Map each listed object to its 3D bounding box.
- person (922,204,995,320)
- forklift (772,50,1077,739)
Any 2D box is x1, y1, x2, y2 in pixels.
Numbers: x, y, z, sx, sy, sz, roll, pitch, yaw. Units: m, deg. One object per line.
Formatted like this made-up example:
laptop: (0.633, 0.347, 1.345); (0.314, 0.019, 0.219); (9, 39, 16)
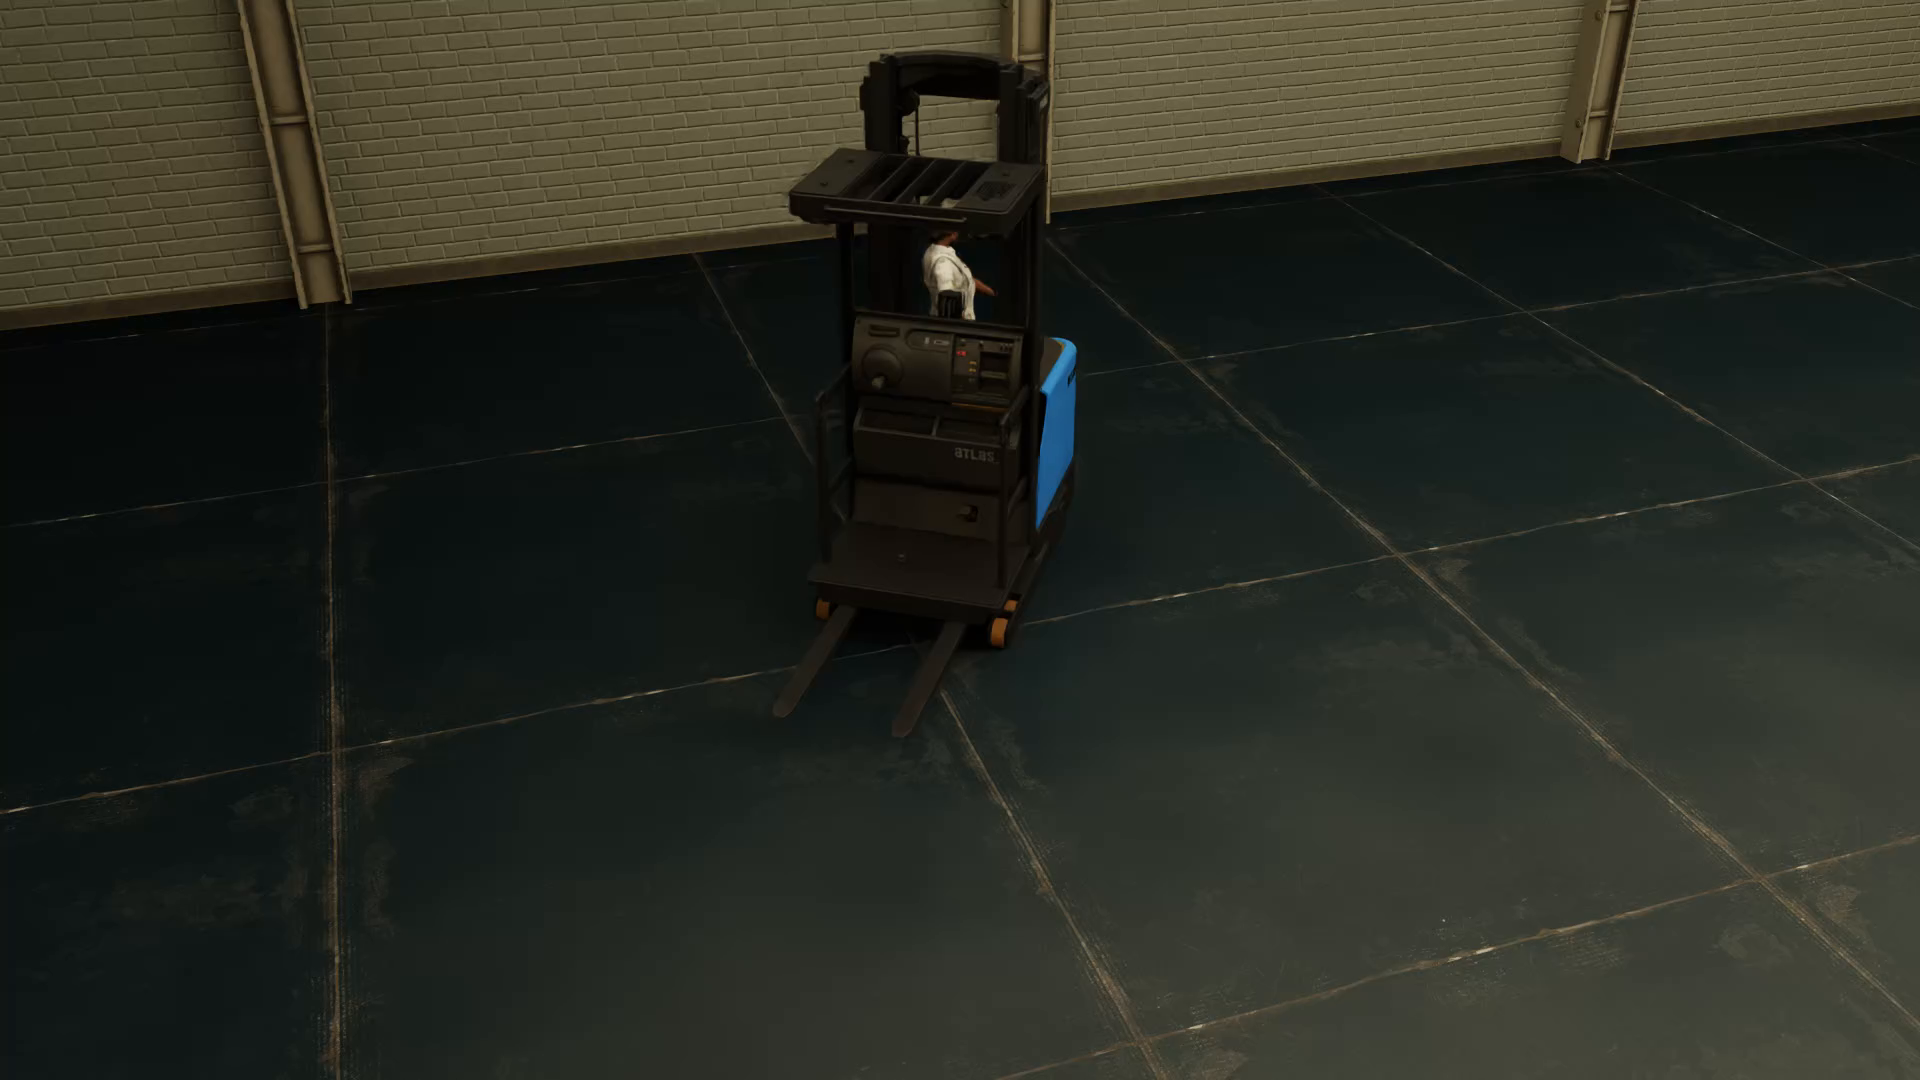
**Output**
person: (0.016, -1.347, 10.712); (0.741, 1.563, 0.643); (-7, 31, -13)
forklift: (-0.181, -0.903, 8.657); (1.130, 2.935, 3.031); (8, 31, 14)
